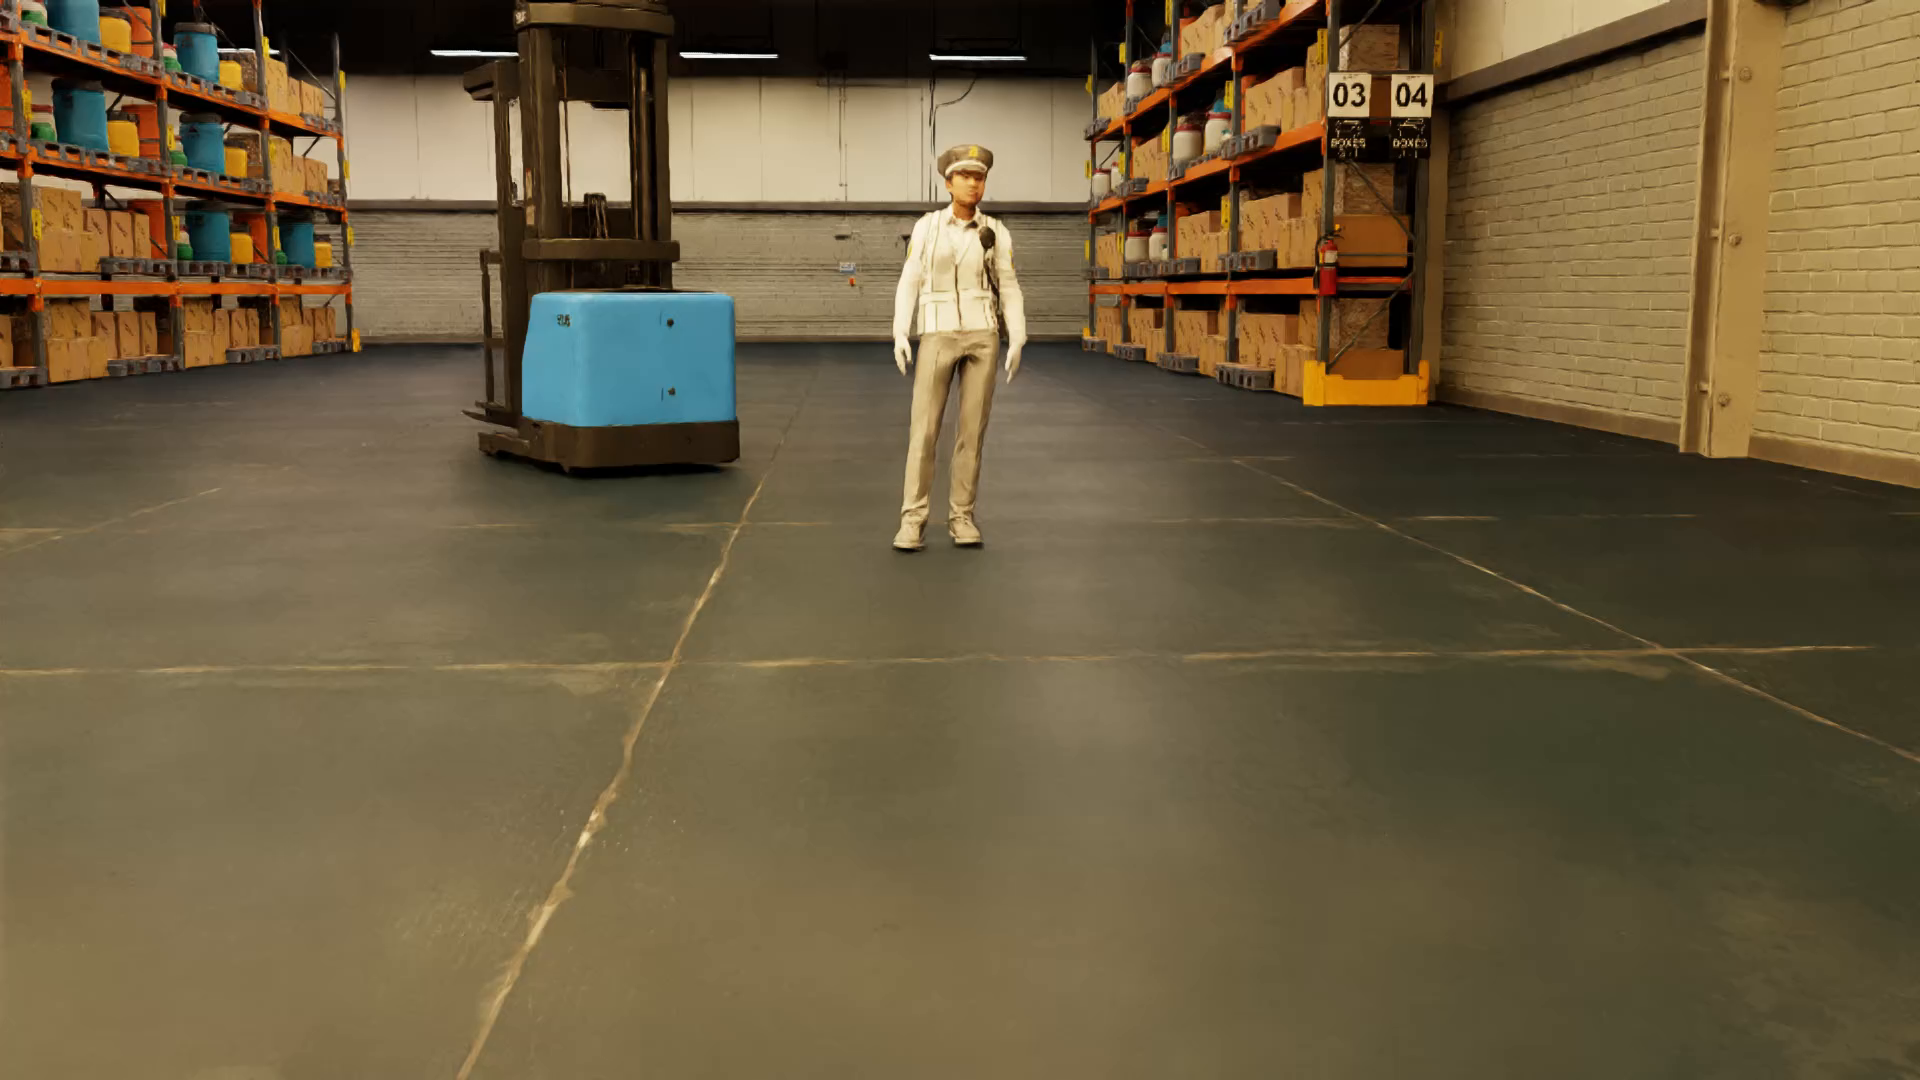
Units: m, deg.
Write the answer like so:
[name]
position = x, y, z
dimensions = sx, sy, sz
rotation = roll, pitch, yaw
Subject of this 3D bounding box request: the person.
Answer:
[person]
position = -0.003, -0.836, 7.117
dimensions = 0.586, 1.695, 0.532
rotation = -1, 8, -4

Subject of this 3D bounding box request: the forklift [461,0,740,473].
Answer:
[forklift]
position = -2.563, -2.021, 10.940
dimensions = 1.130, 2.935, 3.031
rotation = -5, 10, -32
